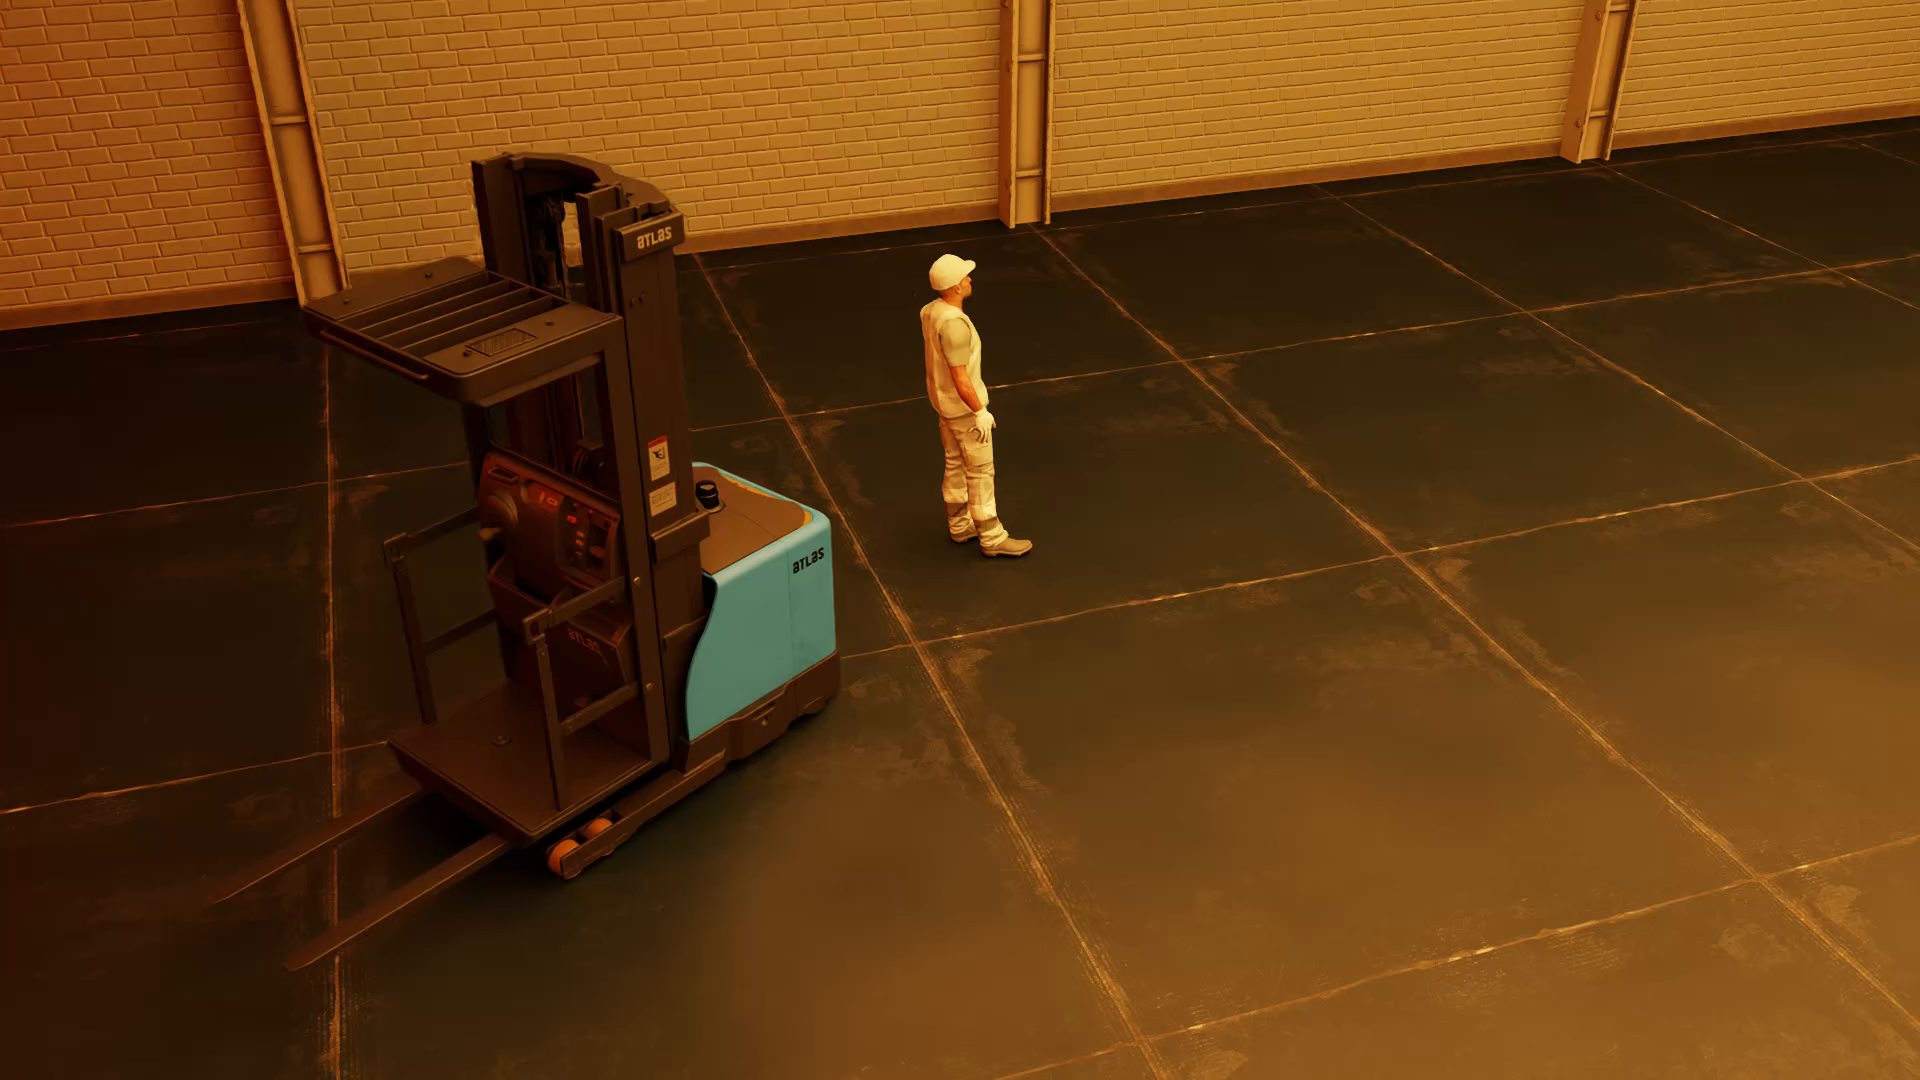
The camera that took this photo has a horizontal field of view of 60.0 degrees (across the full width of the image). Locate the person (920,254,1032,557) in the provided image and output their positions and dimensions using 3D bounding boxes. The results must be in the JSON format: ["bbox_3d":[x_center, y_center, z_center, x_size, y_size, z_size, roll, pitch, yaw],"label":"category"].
[{"bbox_3d":[0.081,-0.789,9.588,0.562,1.790,0.637,-10,31,-16],"label":"person"}]

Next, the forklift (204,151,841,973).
[{"bbox_3d":[-1.944,-0.048,7.171,1.130,2.935,3.031,23,37,34],"label":"forklift"}]
